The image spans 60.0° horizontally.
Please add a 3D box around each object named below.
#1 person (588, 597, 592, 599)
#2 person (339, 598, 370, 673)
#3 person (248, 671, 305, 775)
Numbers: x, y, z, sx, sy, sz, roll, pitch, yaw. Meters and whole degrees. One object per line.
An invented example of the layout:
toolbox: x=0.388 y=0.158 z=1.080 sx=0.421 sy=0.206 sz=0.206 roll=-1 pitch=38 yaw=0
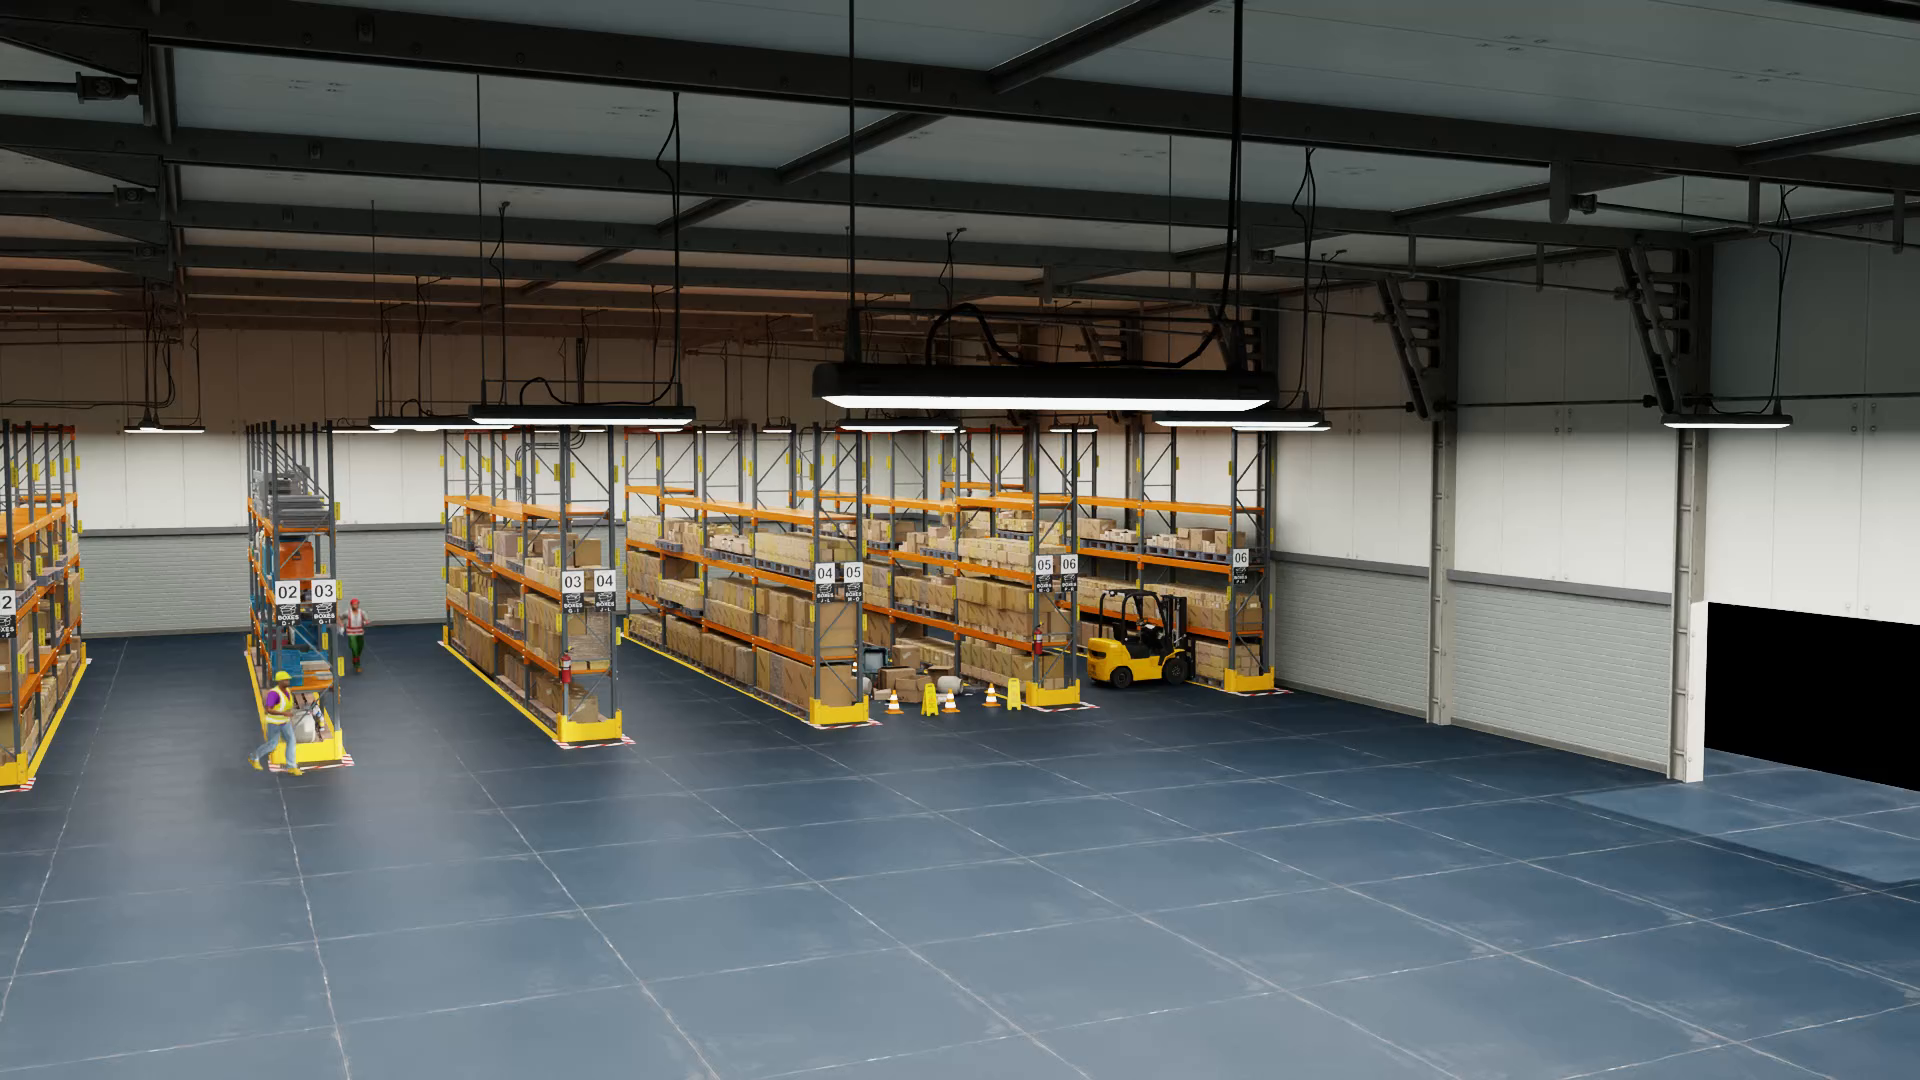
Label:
person: x=-9.953 y=2.133 z=43.847 sx=0.683 sy=1.707 sz=0.699 roll=-3 pitch=5 yaw=-41
person: x=-14.607 y=2.289 z=40.166 sx=0.668 sy=1.770 sz=0.990 roll=-2 pitch=4 yaw=-34
person: x=-11.556 y=3.090 z=28.061 sx=0.993 sy=1.759 sz=0.671 roll=1 pitch=4 yaw=14
